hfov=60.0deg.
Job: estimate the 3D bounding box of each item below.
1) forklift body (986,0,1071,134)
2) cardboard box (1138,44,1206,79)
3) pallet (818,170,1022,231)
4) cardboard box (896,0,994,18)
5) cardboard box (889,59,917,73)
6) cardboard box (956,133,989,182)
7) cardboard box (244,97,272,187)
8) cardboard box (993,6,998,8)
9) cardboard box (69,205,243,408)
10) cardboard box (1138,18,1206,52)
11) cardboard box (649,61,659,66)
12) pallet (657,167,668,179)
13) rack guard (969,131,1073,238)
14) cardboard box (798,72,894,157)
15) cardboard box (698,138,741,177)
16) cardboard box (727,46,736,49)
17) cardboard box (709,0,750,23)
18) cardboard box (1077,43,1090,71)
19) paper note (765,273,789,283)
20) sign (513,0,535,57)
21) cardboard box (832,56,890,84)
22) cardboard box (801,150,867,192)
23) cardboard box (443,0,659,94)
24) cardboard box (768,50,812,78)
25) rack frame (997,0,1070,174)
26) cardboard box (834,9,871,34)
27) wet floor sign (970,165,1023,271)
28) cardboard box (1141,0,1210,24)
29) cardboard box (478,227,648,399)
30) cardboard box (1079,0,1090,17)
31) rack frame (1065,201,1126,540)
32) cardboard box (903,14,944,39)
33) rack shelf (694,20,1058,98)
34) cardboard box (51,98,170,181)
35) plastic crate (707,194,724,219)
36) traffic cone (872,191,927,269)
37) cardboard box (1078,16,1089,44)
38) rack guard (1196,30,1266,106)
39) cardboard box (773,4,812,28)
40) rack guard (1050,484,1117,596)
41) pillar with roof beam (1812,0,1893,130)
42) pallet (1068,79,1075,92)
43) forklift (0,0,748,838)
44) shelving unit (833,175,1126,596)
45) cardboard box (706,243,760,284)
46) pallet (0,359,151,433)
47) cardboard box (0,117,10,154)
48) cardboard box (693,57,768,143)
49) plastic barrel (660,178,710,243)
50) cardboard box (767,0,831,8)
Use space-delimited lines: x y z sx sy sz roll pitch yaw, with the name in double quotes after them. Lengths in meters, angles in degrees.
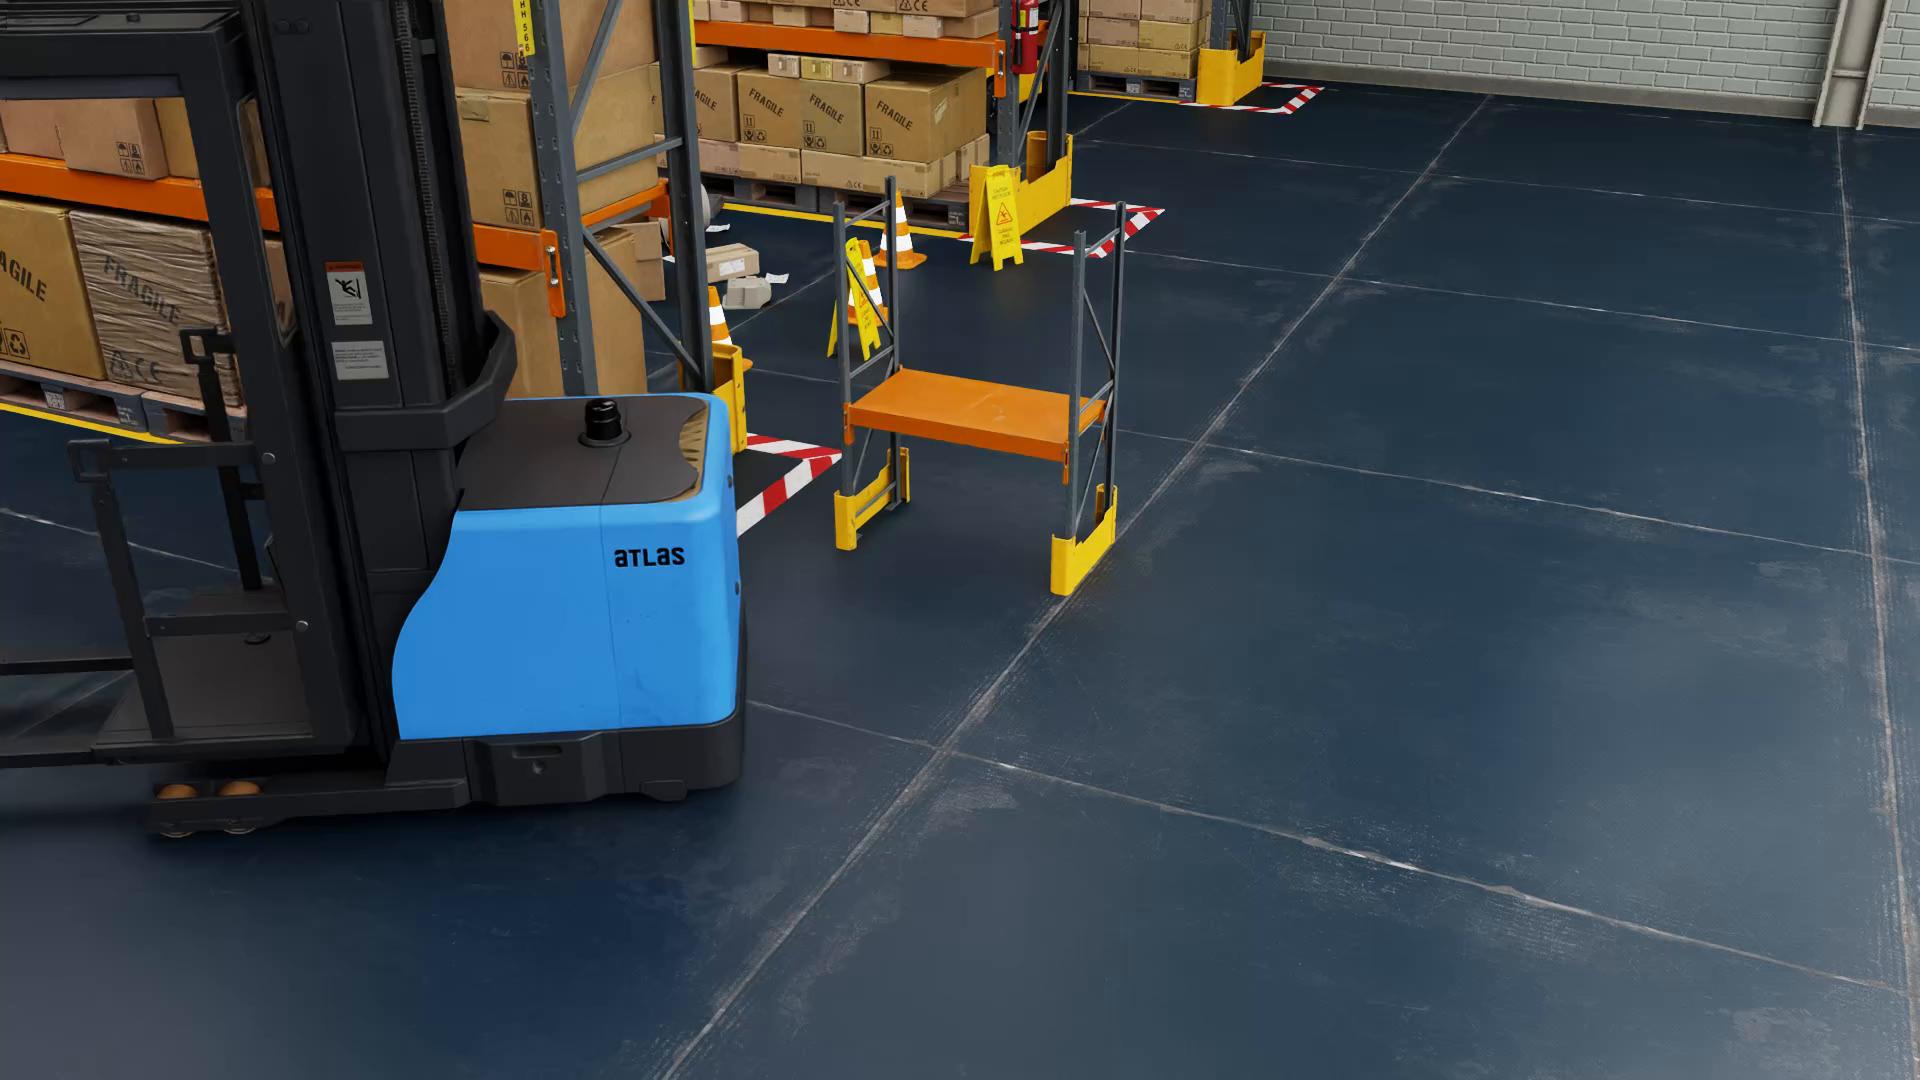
0.080 -4.862 14.691 1.214 2.155 2.313 11 28 22 "forklift body"
2.003 -4.543 15.720 0.500 0.250 0.500 12 28 22 "cardboard box"
-0.284 -2.559 12.208 1.213 0.211 1.003 11 28 22 "pallet"
-0.098 -3.800 11.122 0.500 0.500 0.500 11 28 21 "cardboard box"
-0.609 -3.281 12.307 0.500 0.500 0.500 10 28 20 "cardboard box"
-0.109 -2.847 12.274 0.500 0.250 0.500 11 28 21 "cardboard box"
-2.771 -1.986 7.718 0.550 0.550 0.875 11 28 22 "cardboard box"
0.287 -3.666 11.584 0.250 0.149 0.380 11 28 22 "cardboard box"
-3.722 -1.285 8.393 0.875 0.875 0.875 12 28 22 "cardboard box"
1.989 -4.772 15.618 0.500 0.250 0.500 11 28 21 "cardboard box"
-2.148 -3.590 12.200 0.250 0.149 0.380 13 29 24 "cardboard box"
-2.505 -3.005 13.115 1.213 0.211 1.003 11 28 22 "pallet"
0.441 -2.526 11.814 0.348 0.500 1.175 11 28 22 "rack guard"
-0.803 -3.060 11.858 0.500 0.500 0.500 12 29 24 "cardboard box"
-1.731 -2.914 12.410 0.500 0.250 0.500 11 28 21 "cardboard box"
-2.017 -3.563 12.880 0.500 0.500 0.500 12 29 23 "cardboard box"
-1.575 -3.793 11.842 0.250 0.149 0.380 11 28 22 "cardboard box"
1.103 -4.733 16.105 0.500 0.250 0.500 12 29 22 "cardboard box"
-1.174 -1.674 10.615 0.142 0.019 0.148 2 26 4 "paper note"
-1.684 -2.035 6.407 0.005 0.325 0.100 11 28 22 "sign"
-0.689 -3.297 11.605 0.250 0.149 0.380 12 29 23 "cardboard box"
-0.805 -2.726 12.028 0.500 0.250 0.500 11 28 22 "cardboard box"
-1.768 -2.260 7.051 0.550 0.550 0.875 11 28 22 "cardboard box"
-1.156 -3.393 11.801 0.250 0.149 0.380 13 29 24 "cardboard box"
0.510 -3.633 11.234 0.127 3.000 1.000 11 28 22 "rack frame"
-0.667 -3.595 11.440 0.250 0.149 0.380 12 29 23 "cardboard box"
0.240 -2.112 10.809 0.232 0.644 0.267 23 35 39 "wet floor sign"
2.013 -4.992 15.499 0.500 0.250 0.500 12 29 24 "cardboard box"
-2.091 -0.957 7.728 0.875 0.875 0.875 12 28 22 "cardboard box"
1.083 -5.171 15.863 0.500 0.250 0.500 12 29 22 "cardboard box"
0.540 -0.564 6.698 0.032 1.500 0.500 11 28 22 "rack frame"
-0.195 -3.505 11.257 0.250 0.149 0.380 11 28 21 "cardboard box"
-1.310 -3.676 12.135 4.000 0.370 1.077 11 28 22 "rack shelf"
-3.794 -2.123 7.996 0.550 0.550 0.875 11 28 22 "cardboard box"
-2.041 -2.438 12.111 0.583 0.080 0.402 2 26 4 "plastic crate"
-0.415 -2.055 10.900 0.334 0.463 0.336 11 28 22 "traffic cone"
1.058 -4.954 15.988 0.500 0.250 0.500 11 28 21 "cardboard box"
2.584 -4.504 15.832 0.348 0.500 1.175 11 28 22 "rack guard"
-1.112 -3.709 11.671 0.250 0.149 0.380 11 28 21 "cardboard box"
0.523 -0.007 6.982 0.087 0.250 0.587 11 28 22 "rack guard"
5.981 -5.983 9.214 0.400 9.000 9.100 11 28 22 "pillar with roof beam"
0.742 -4.725 16.609 1.213 0.211 1.003 11 28 22 "pallet"
-2.271 -0.609 5.168 3.031 2.935 1.130 -2 26 -5 "forklift"
0.069 -0.659 6.890 1.083 1.500 0.587 11 28 22 "shelving unit"
-1.518 -1.782 10.700 0.380 0.149 0.250 -18 31 -31 "cardboard box"
-4.428 -0.934 8.909 1.213 0.211 1.003 11 28 22 "pallet"
-4.747 -2.360 8.479 0.550 0.550 0.875 11 28 22 "cardboard box"
-1.742 -3.251 12.245 0.500 0.500 0.500 13 29 24 "cardboard box"
-1.997 -2.246 11.333 0.512 0.421 0.421 -12 29 -23 "plastic barrel"
-1.006 -3.986 11.501 0.500 0.500 0.500 11 28 22 "cardboard box"
